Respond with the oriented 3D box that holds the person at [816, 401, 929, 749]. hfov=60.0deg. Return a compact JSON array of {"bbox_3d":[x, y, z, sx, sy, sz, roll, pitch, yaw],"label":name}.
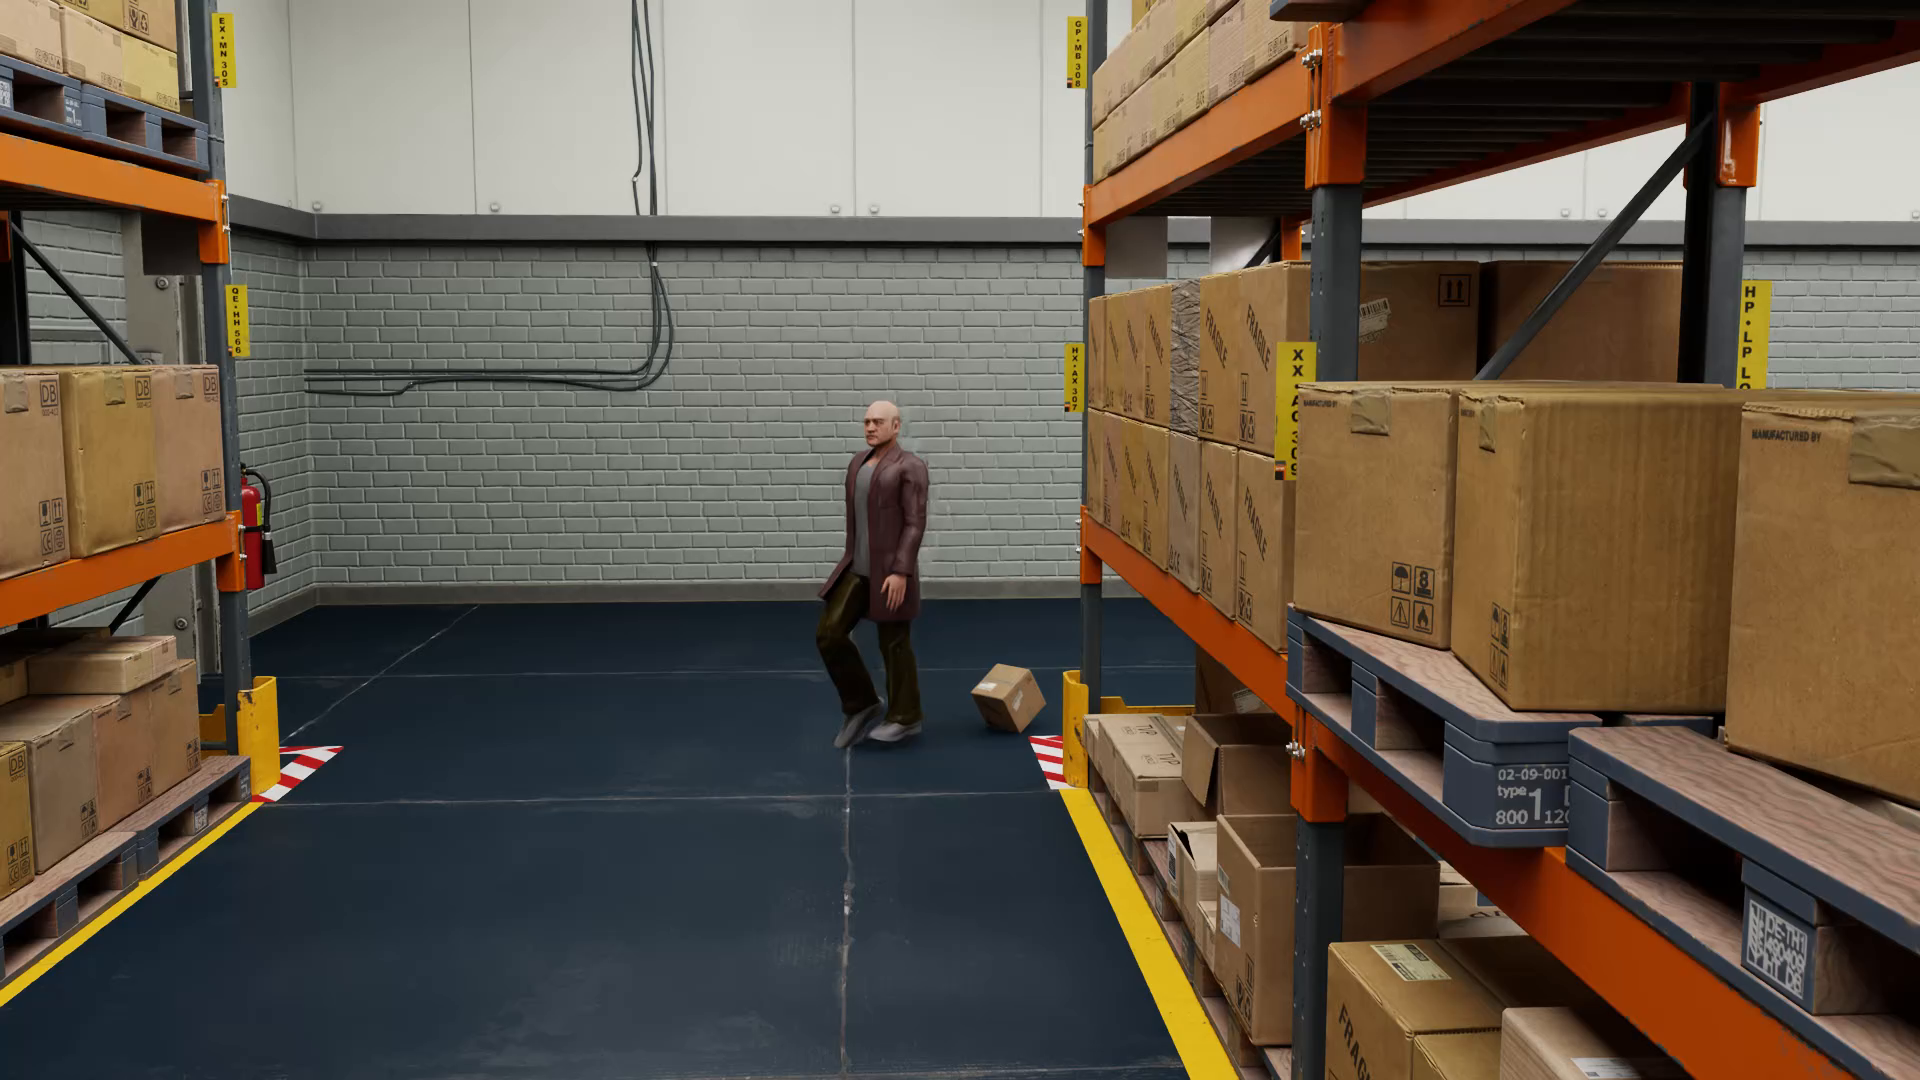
[{"bbox_3d":[-0.430,0.199,8.597,0.620,1.833,0.541,5,9,38],"label":"person"}]
